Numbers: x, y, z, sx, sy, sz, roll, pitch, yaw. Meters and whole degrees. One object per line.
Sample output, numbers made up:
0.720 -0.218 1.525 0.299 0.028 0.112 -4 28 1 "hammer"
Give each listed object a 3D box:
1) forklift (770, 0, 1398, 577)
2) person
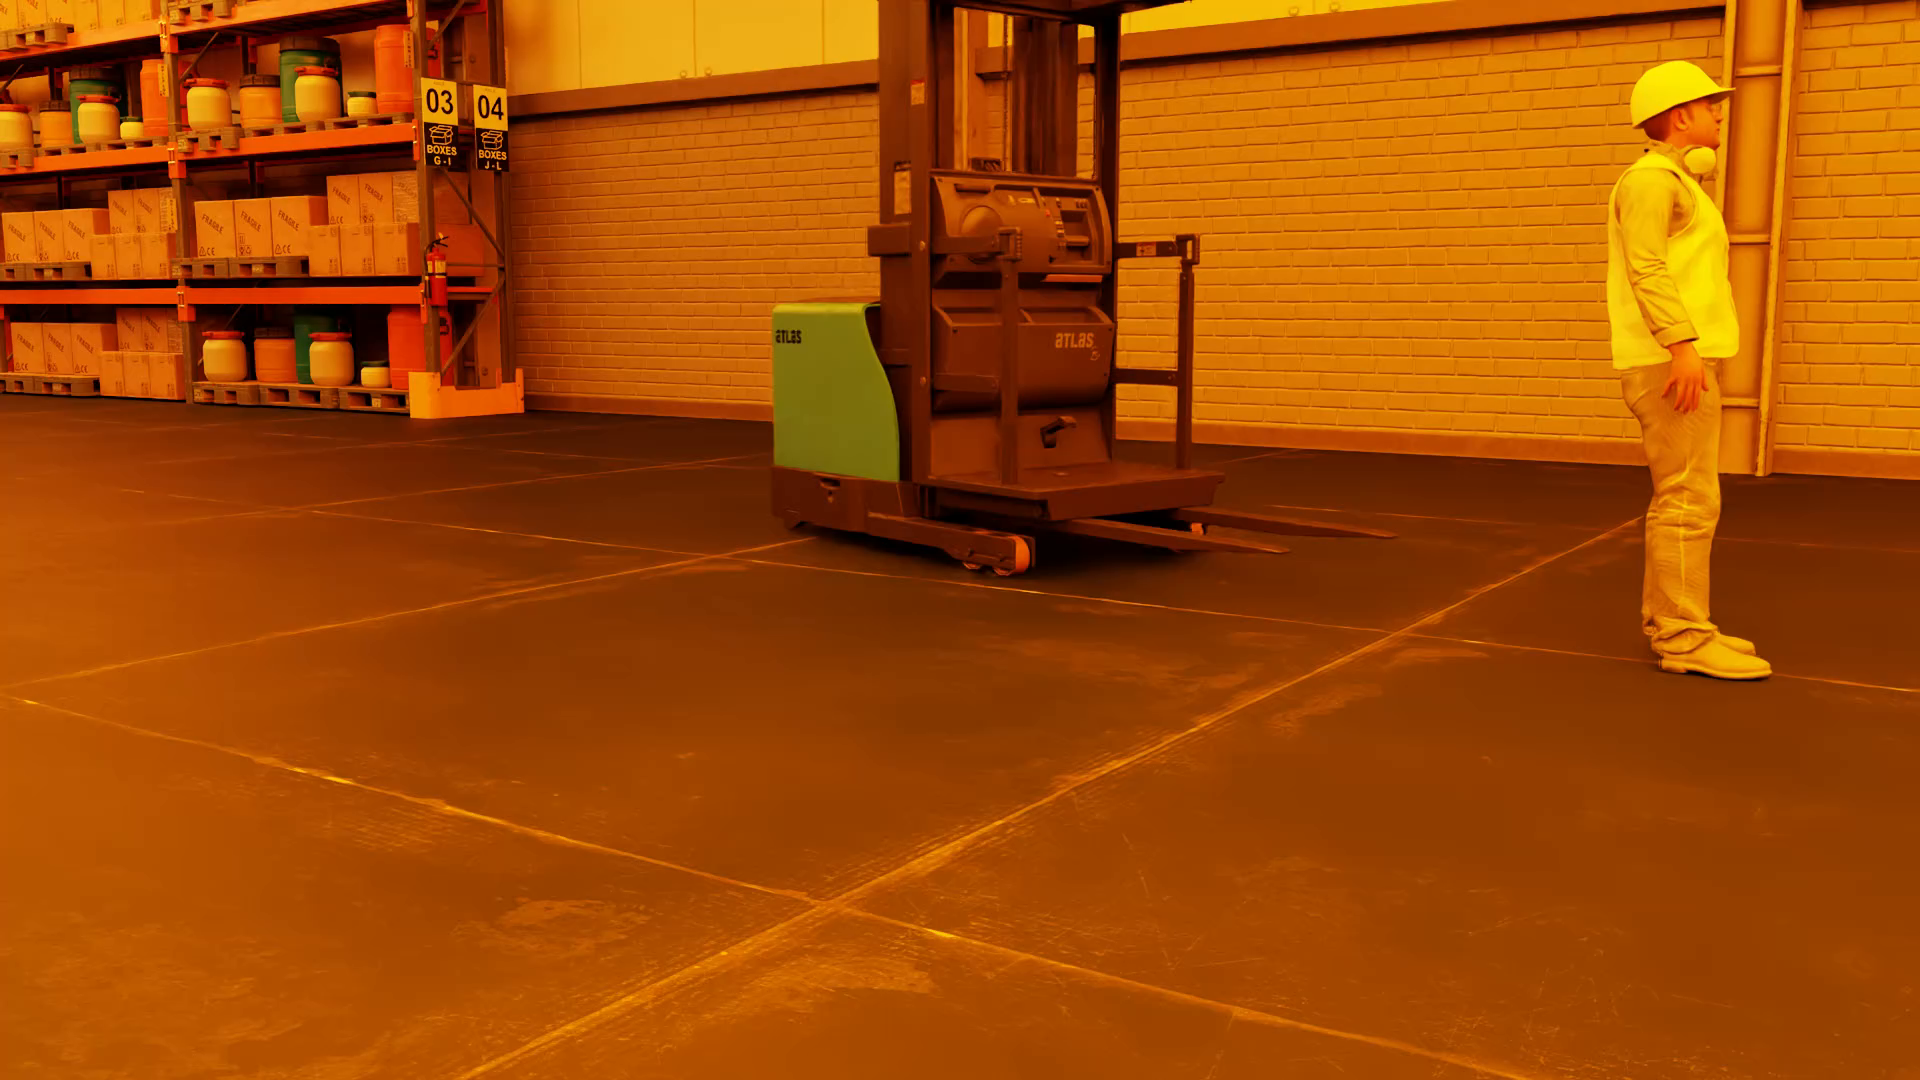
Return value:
0.412 -1.383 6.922 1.130 2.935 3.031 -6 10 -38 "forklift"
2.196 -0.519 4.956 0.528 1.785 0.619 4 9 27 "person"
